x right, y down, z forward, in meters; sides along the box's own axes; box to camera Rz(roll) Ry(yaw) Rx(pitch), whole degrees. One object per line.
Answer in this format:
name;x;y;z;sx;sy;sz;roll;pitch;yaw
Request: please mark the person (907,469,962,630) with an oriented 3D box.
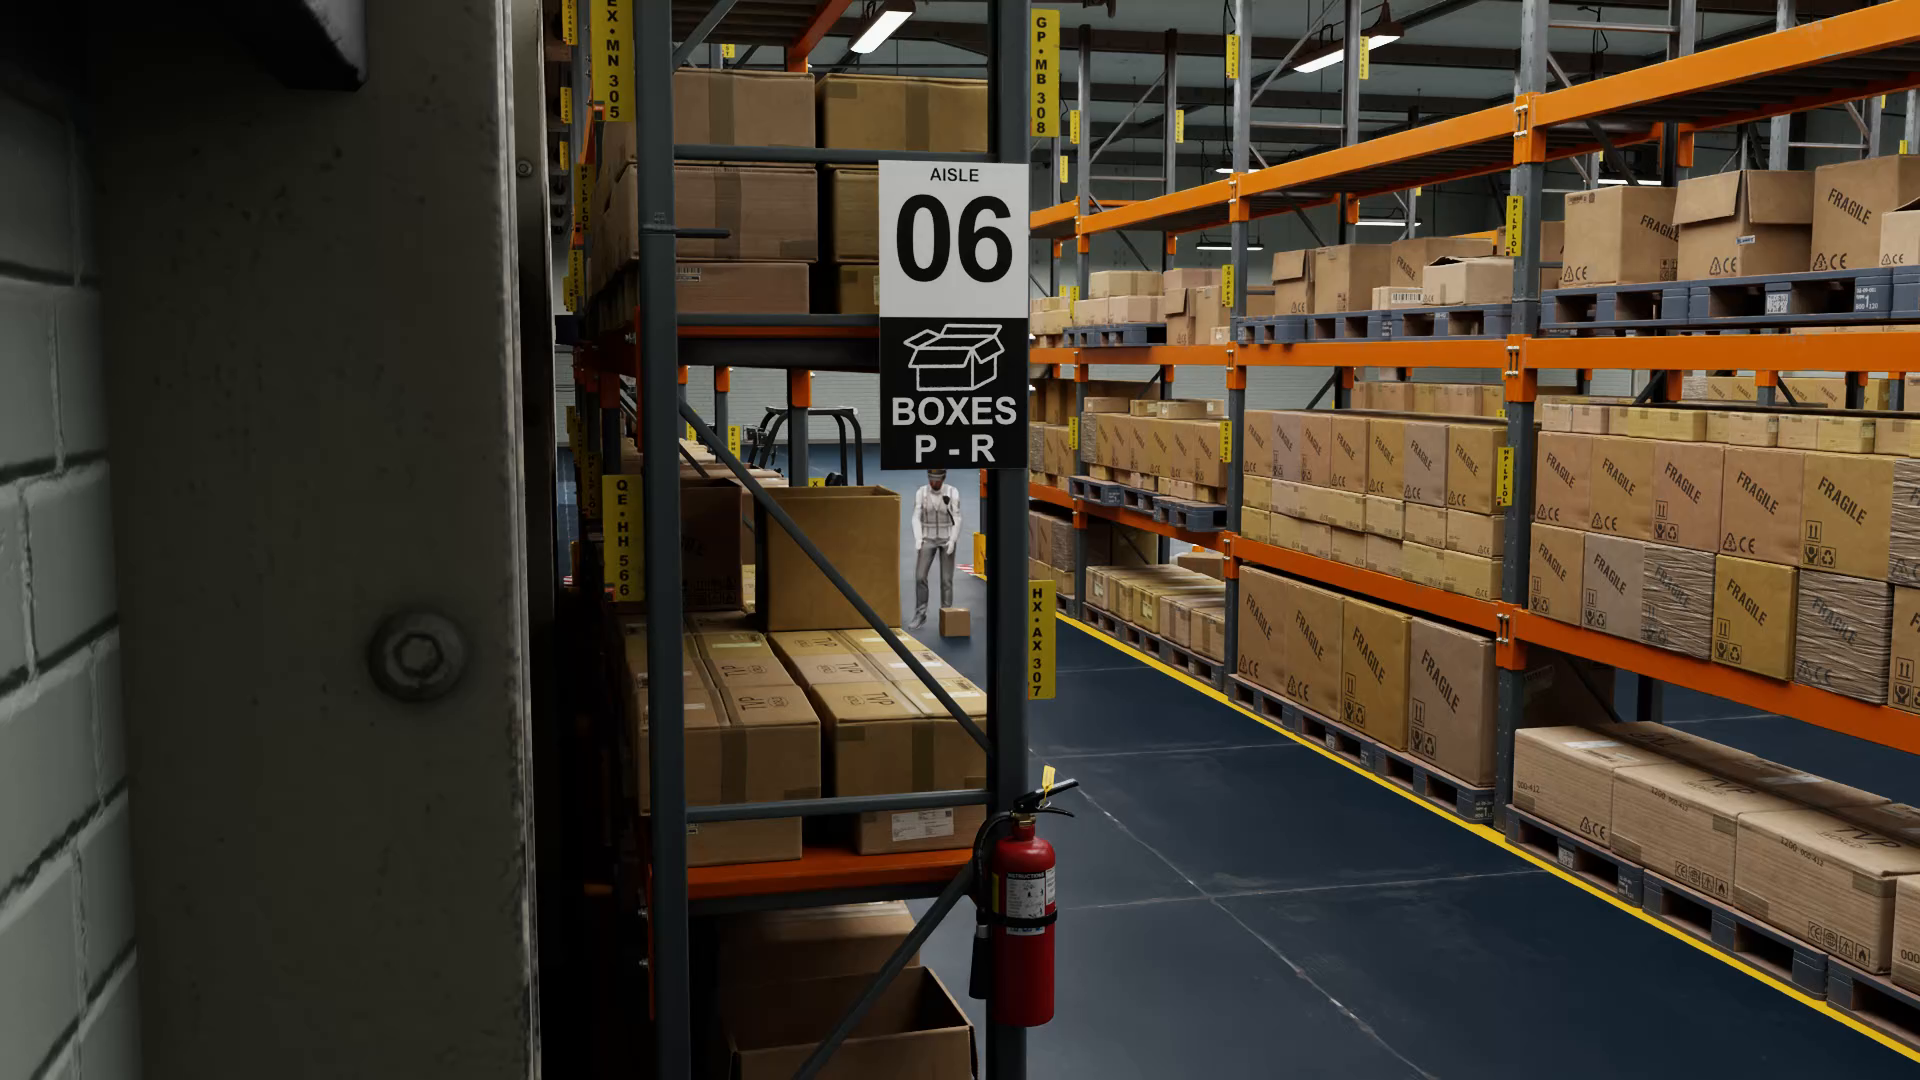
person;-0.252;0.060;16.645;0.537;1.675;0.518;0;6;3
